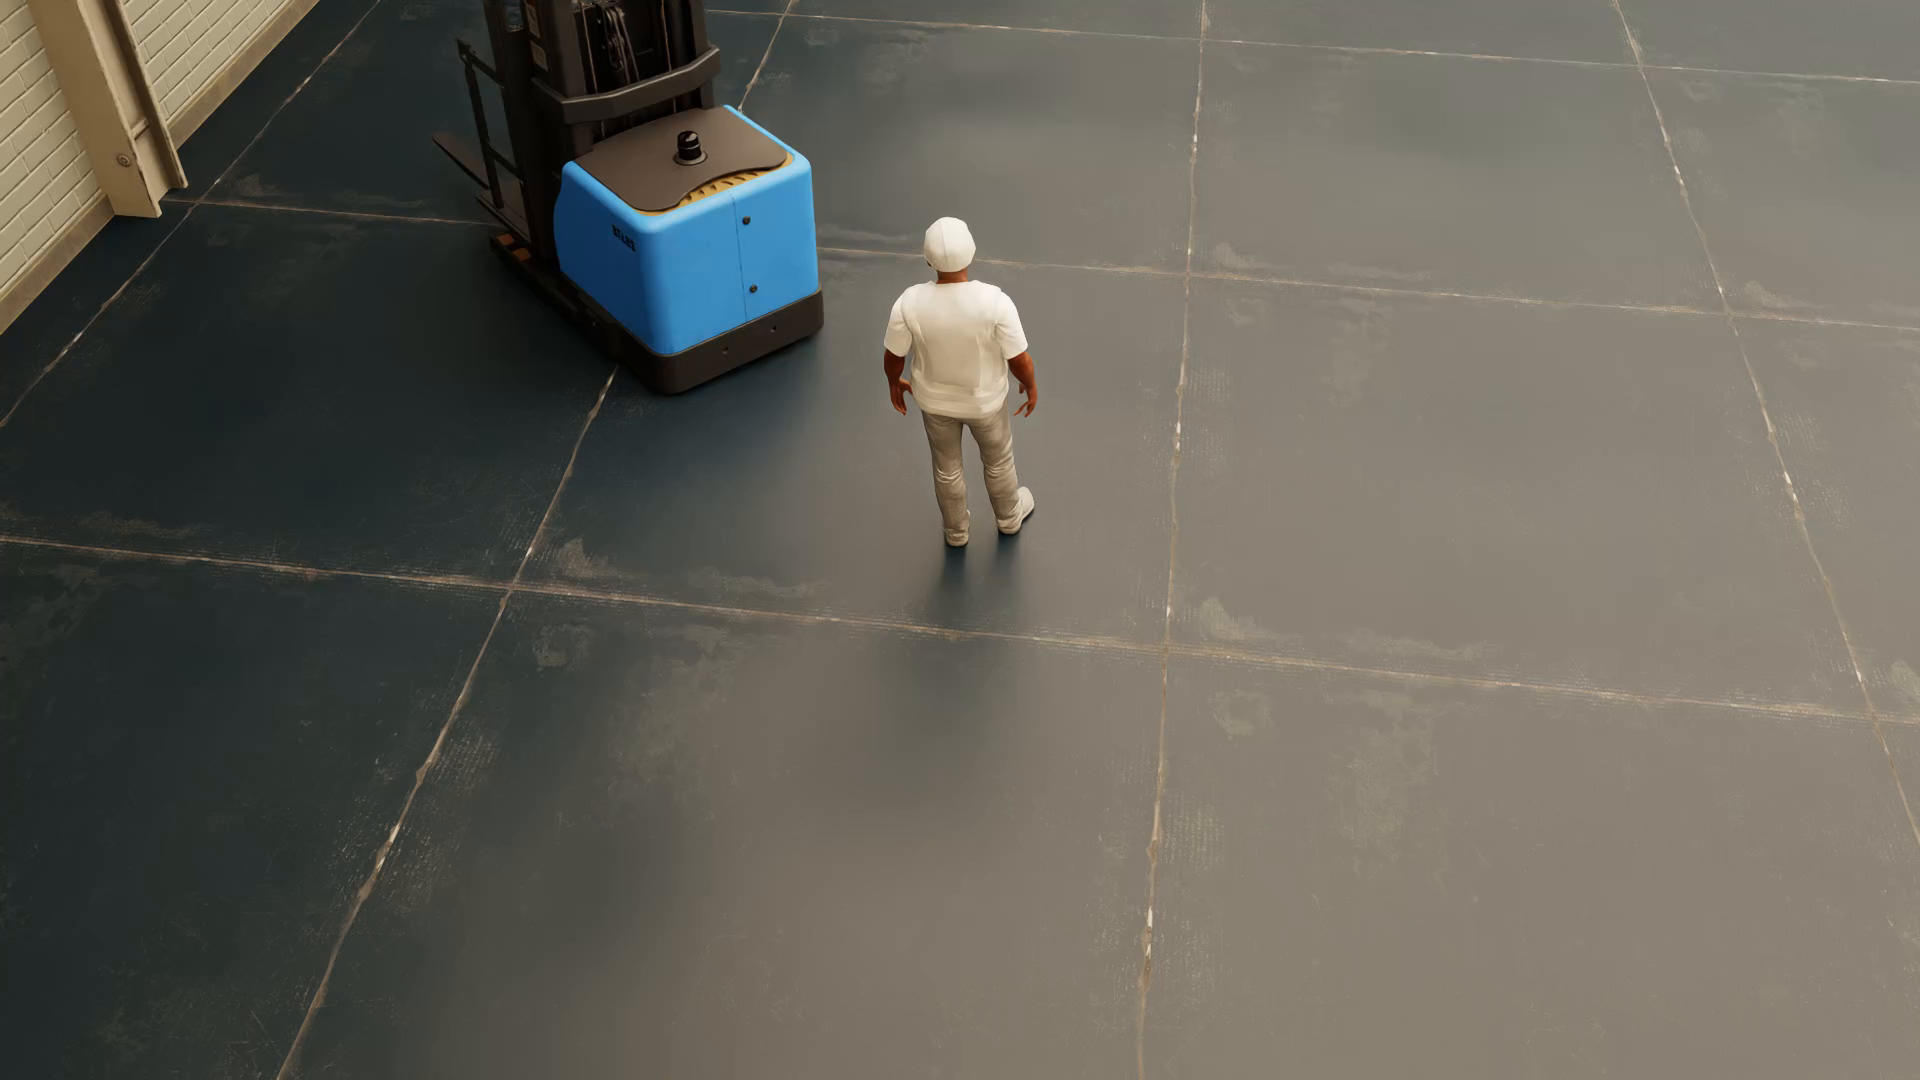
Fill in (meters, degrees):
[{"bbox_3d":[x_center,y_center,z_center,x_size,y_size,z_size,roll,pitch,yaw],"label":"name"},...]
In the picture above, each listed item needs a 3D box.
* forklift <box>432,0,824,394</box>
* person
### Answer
[{"bbox_3d":[-2.058,-2.773,8.743,1.130,2.935,3.031,-29,50,-28],"label":"forklift"},{"bbox_3d":[0.015,-0.702,7.338,0.665,1.765,0.577,5,43,6],"label":"person"}]
